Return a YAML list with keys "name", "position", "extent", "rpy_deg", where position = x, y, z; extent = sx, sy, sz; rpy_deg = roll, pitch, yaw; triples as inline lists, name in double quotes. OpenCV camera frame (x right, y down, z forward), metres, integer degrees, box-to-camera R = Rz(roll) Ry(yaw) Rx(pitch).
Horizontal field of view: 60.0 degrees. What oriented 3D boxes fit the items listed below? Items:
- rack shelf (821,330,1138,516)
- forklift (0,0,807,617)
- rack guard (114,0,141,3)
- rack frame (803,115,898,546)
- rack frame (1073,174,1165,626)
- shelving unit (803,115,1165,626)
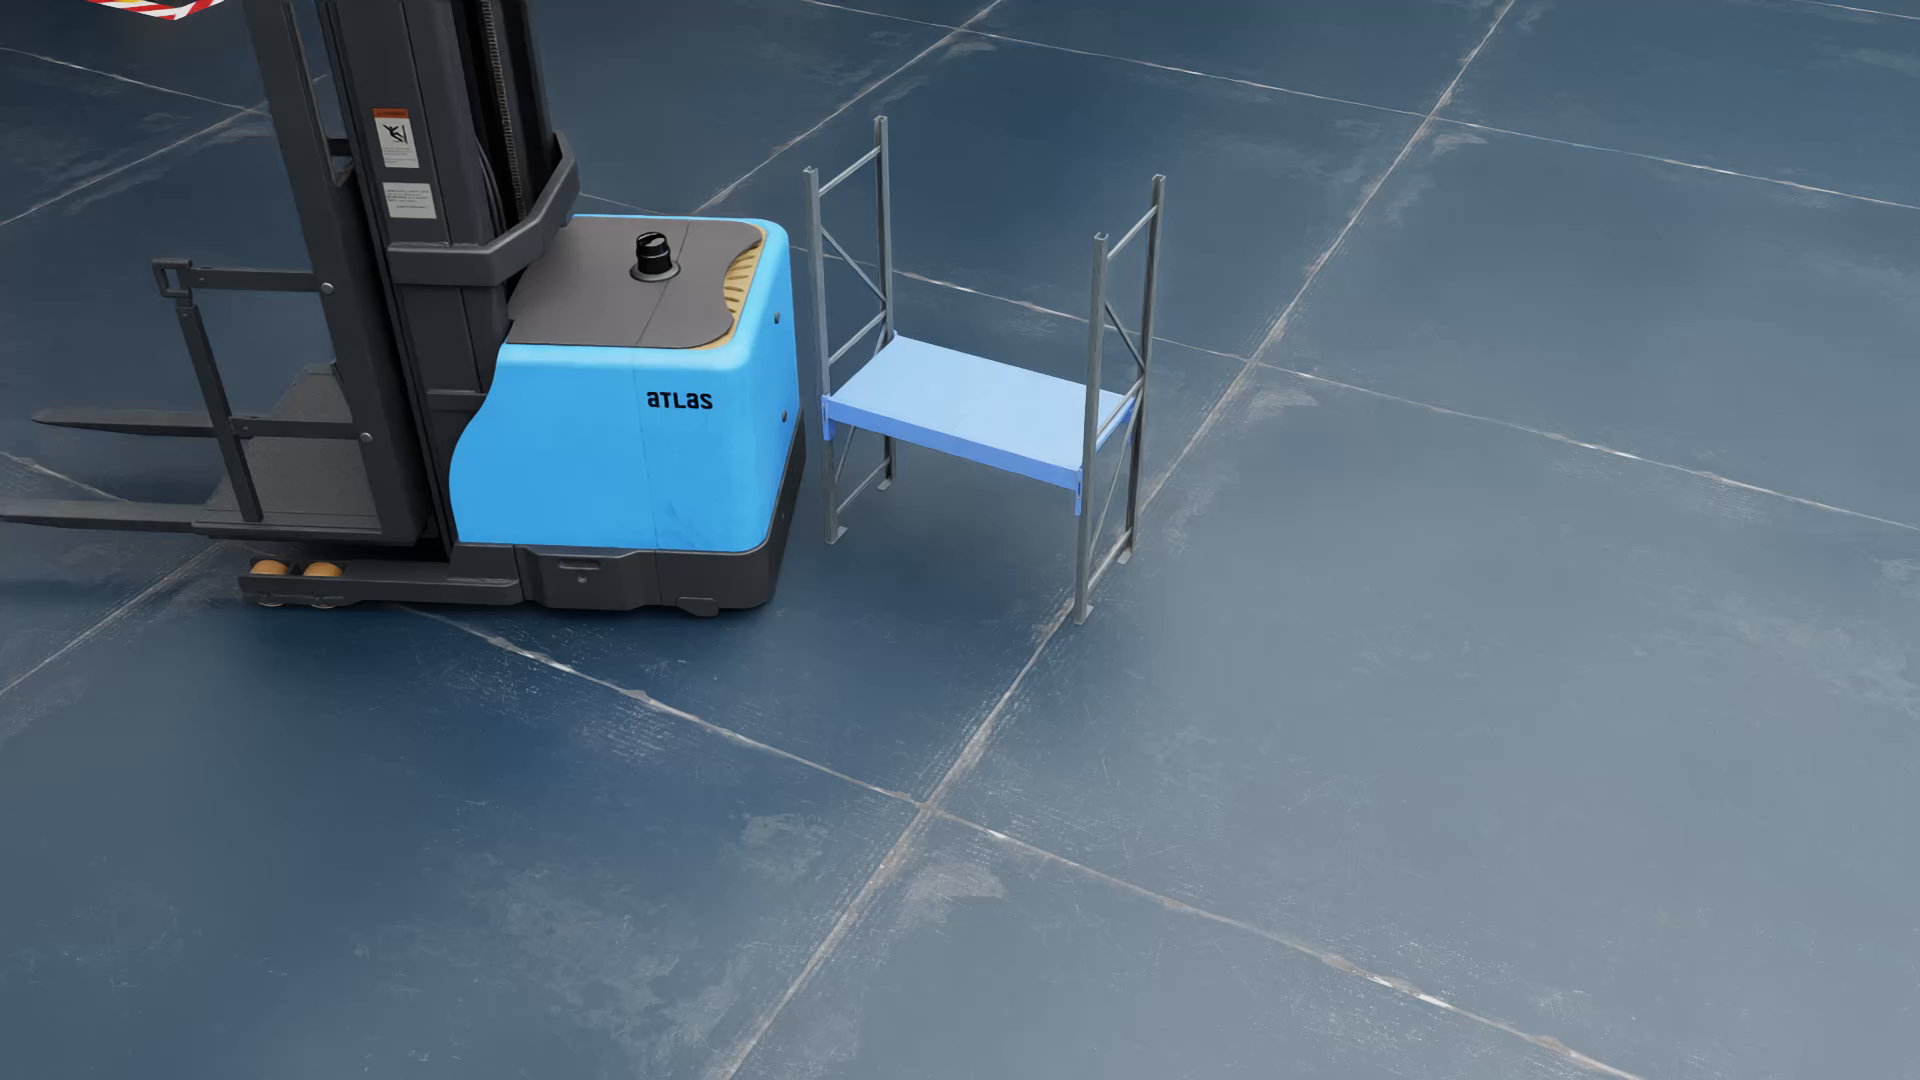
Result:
- name: "rack shelf"
  position: [0.076, -0.430, 5.874]
  extent: [1.000, 0.185, 0.538]
  rpy_deg: [17, 41, 21]
- name: "forklift"
  position: [-2.144, -1.239, 5.458]
  extent: [3.031, 2.935, 1.130]
  rpy_deg: [2, 37, 3]
- name: "rack guard"
  position: [-5.298, -4.060, 11.185]
  extent: [0.348, 0.500, 1.175]
  rpy_deg: [17, 41, 21]
- name: "rack frame"
  position: [-0.376, -0.715, 5.952]
  extent: [0.032, 1.500, 0.500]
  rpy_deg: [17, 41, 21]
- name: "rack frame"
  position: [0.527, -0.432, 5.579]
  extent: [0.032, 1.500, 0.500]
  rpy_deg: [17, 41, 21]
- name: "shelving unit"
  position: [0.076, -0.574, 5.765]
  extent: [1.048, 1.500, 0.538]
  rpy_deg: [17, 41, 21]
